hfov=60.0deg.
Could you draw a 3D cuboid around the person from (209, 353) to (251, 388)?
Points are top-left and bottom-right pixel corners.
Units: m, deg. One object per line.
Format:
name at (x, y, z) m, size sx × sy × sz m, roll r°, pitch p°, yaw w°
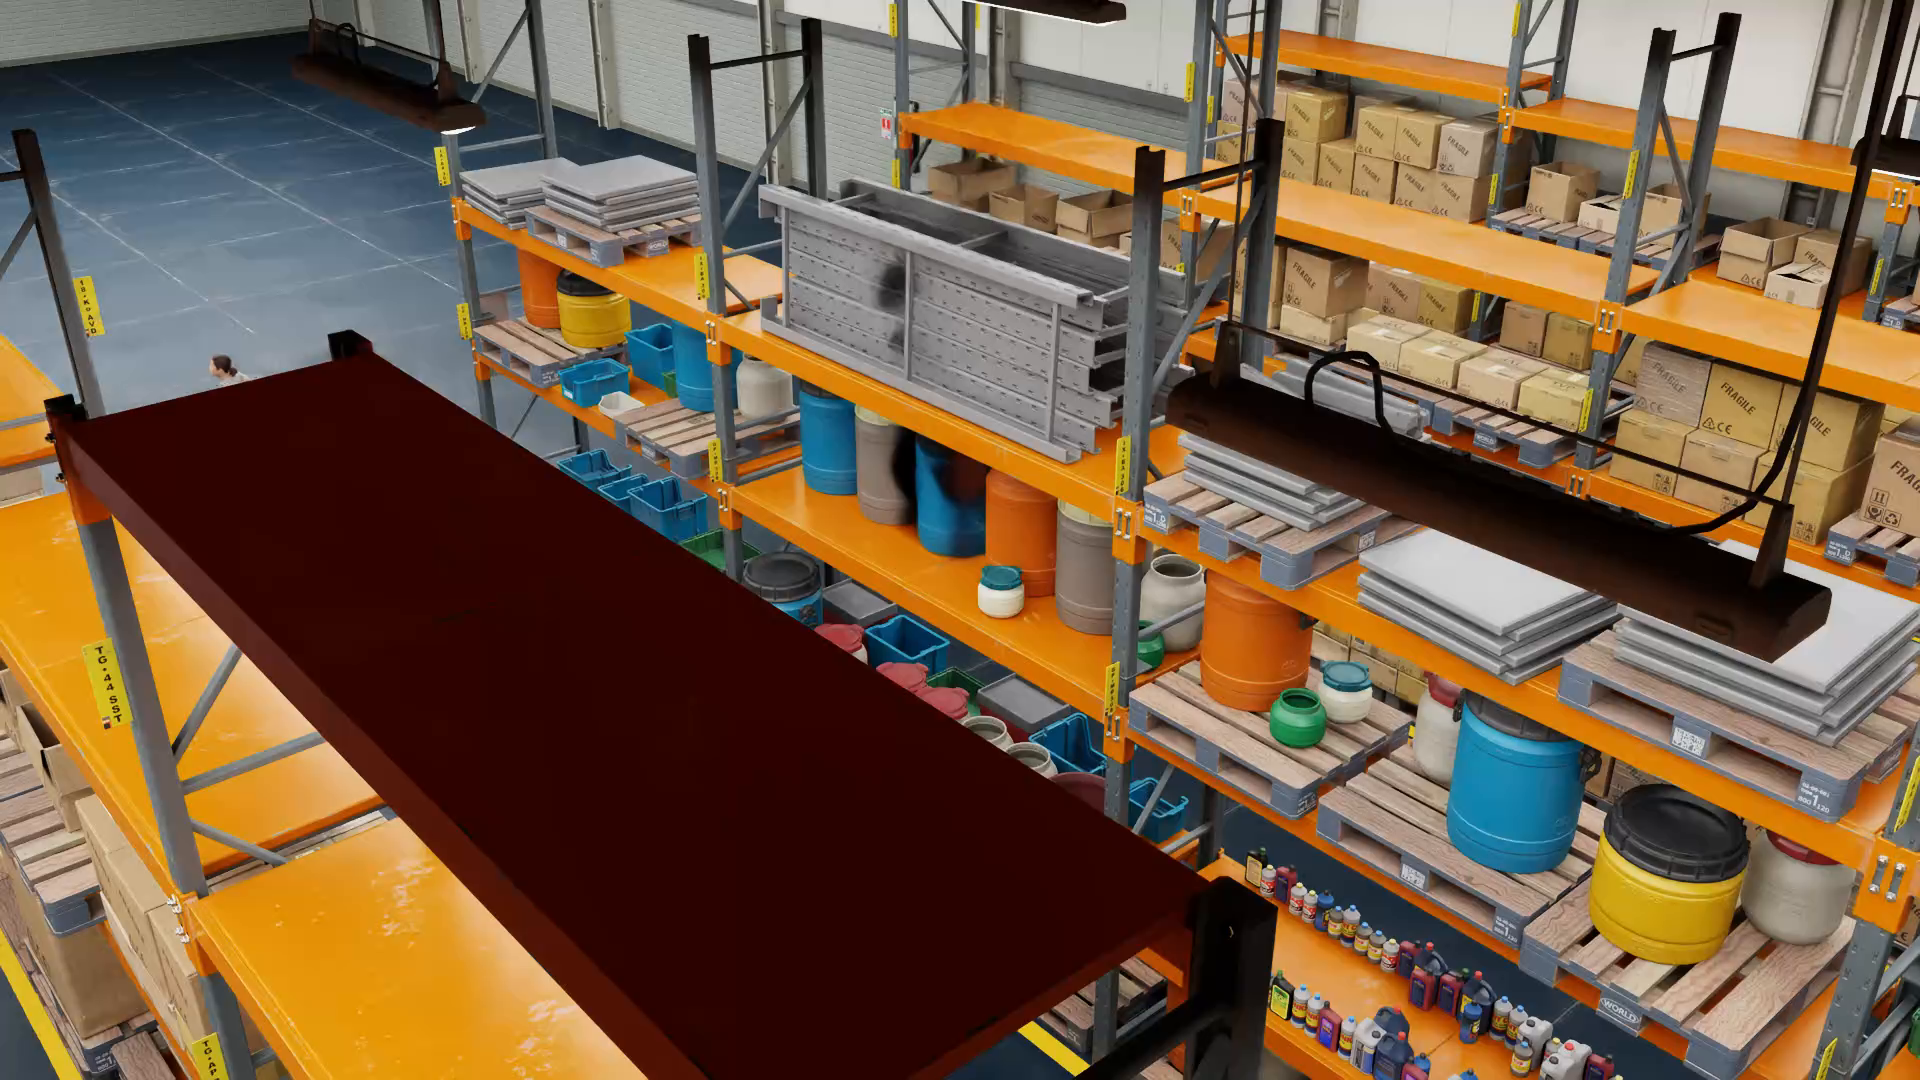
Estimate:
person at (-7.821, -1.240, 18.192) m, size 0.884 × 1.706 × 0.497 m, roll -9°, pitch 28°, yaw -17°
